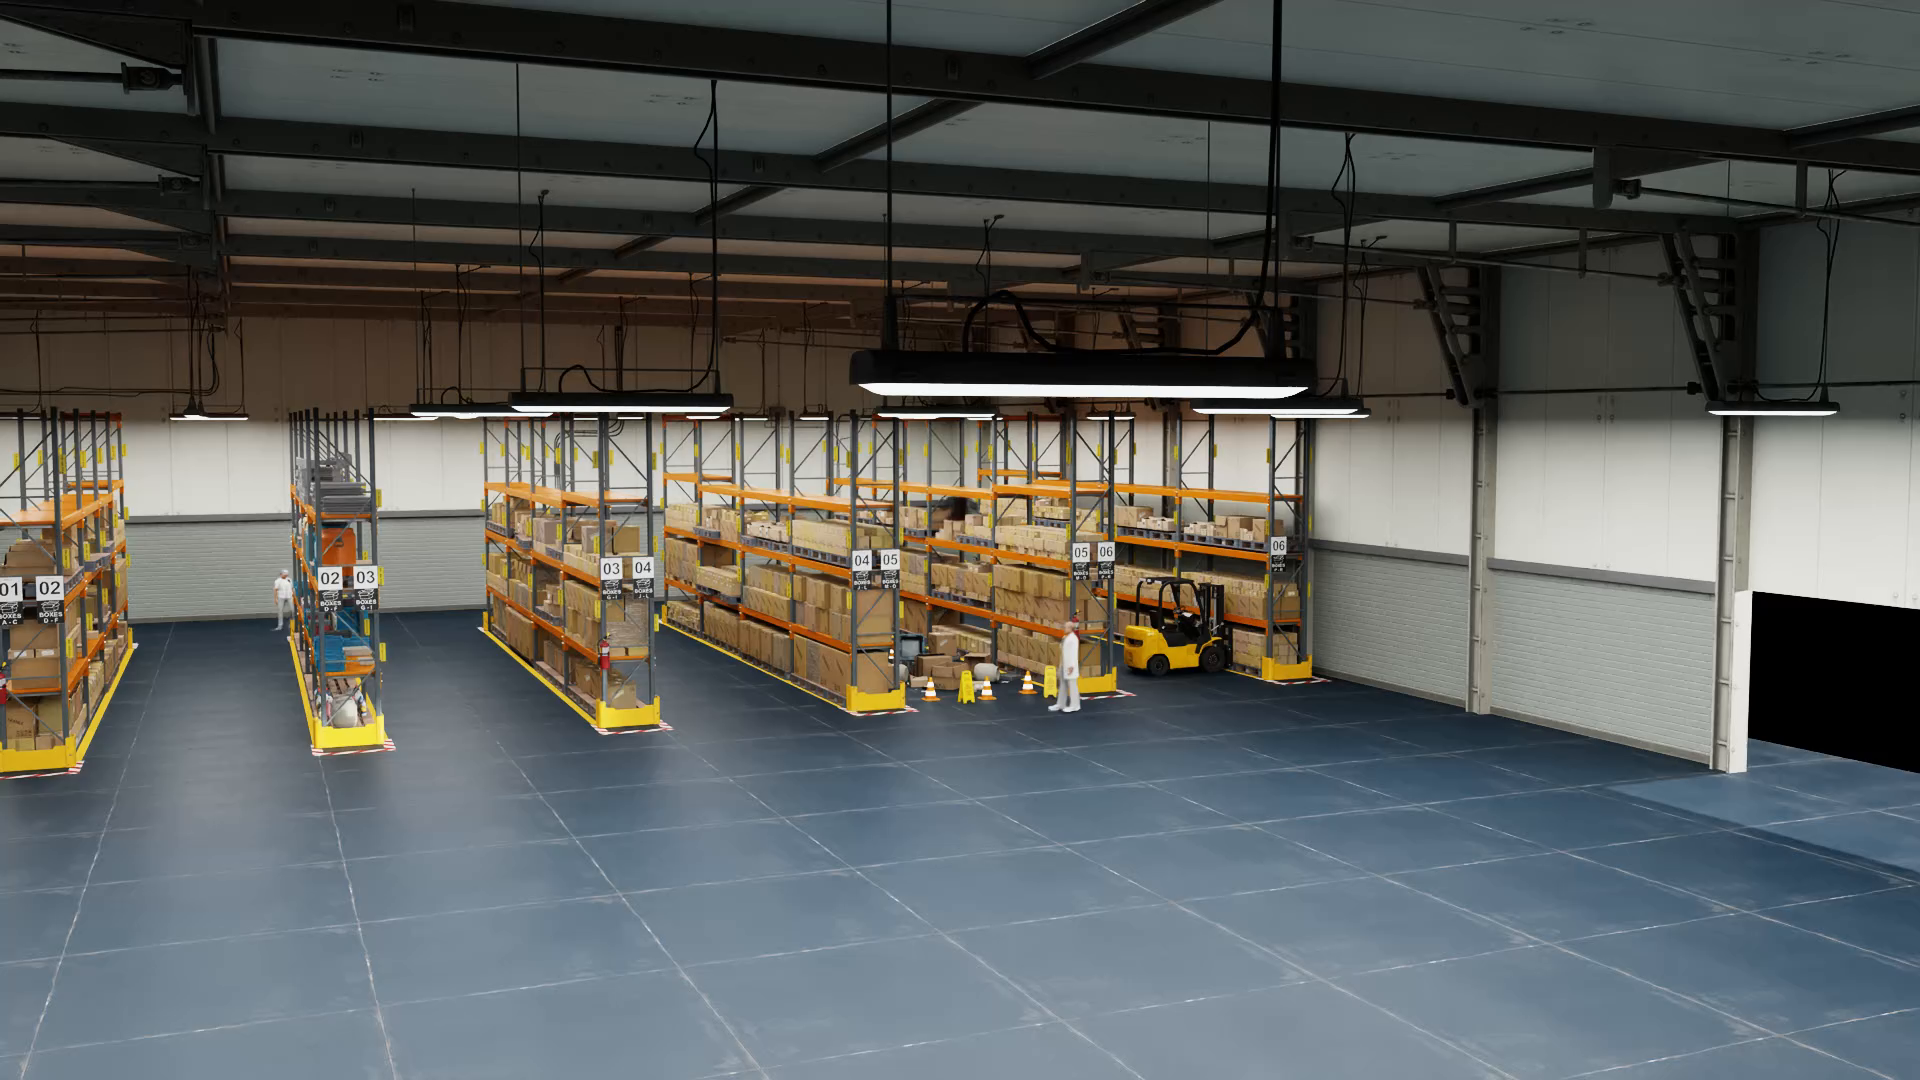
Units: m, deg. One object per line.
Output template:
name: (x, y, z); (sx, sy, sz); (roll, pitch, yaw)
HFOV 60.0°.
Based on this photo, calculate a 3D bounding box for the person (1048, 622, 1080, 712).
person: (2.112, 2.514, 33.050); (0.557, 1.796, 0.659); (-1, 4, -19)

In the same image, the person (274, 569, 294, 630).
person: (-18.838, 1.650, 46.369); (0.557, 1.680, 0.426); (-2, 5, -30)
